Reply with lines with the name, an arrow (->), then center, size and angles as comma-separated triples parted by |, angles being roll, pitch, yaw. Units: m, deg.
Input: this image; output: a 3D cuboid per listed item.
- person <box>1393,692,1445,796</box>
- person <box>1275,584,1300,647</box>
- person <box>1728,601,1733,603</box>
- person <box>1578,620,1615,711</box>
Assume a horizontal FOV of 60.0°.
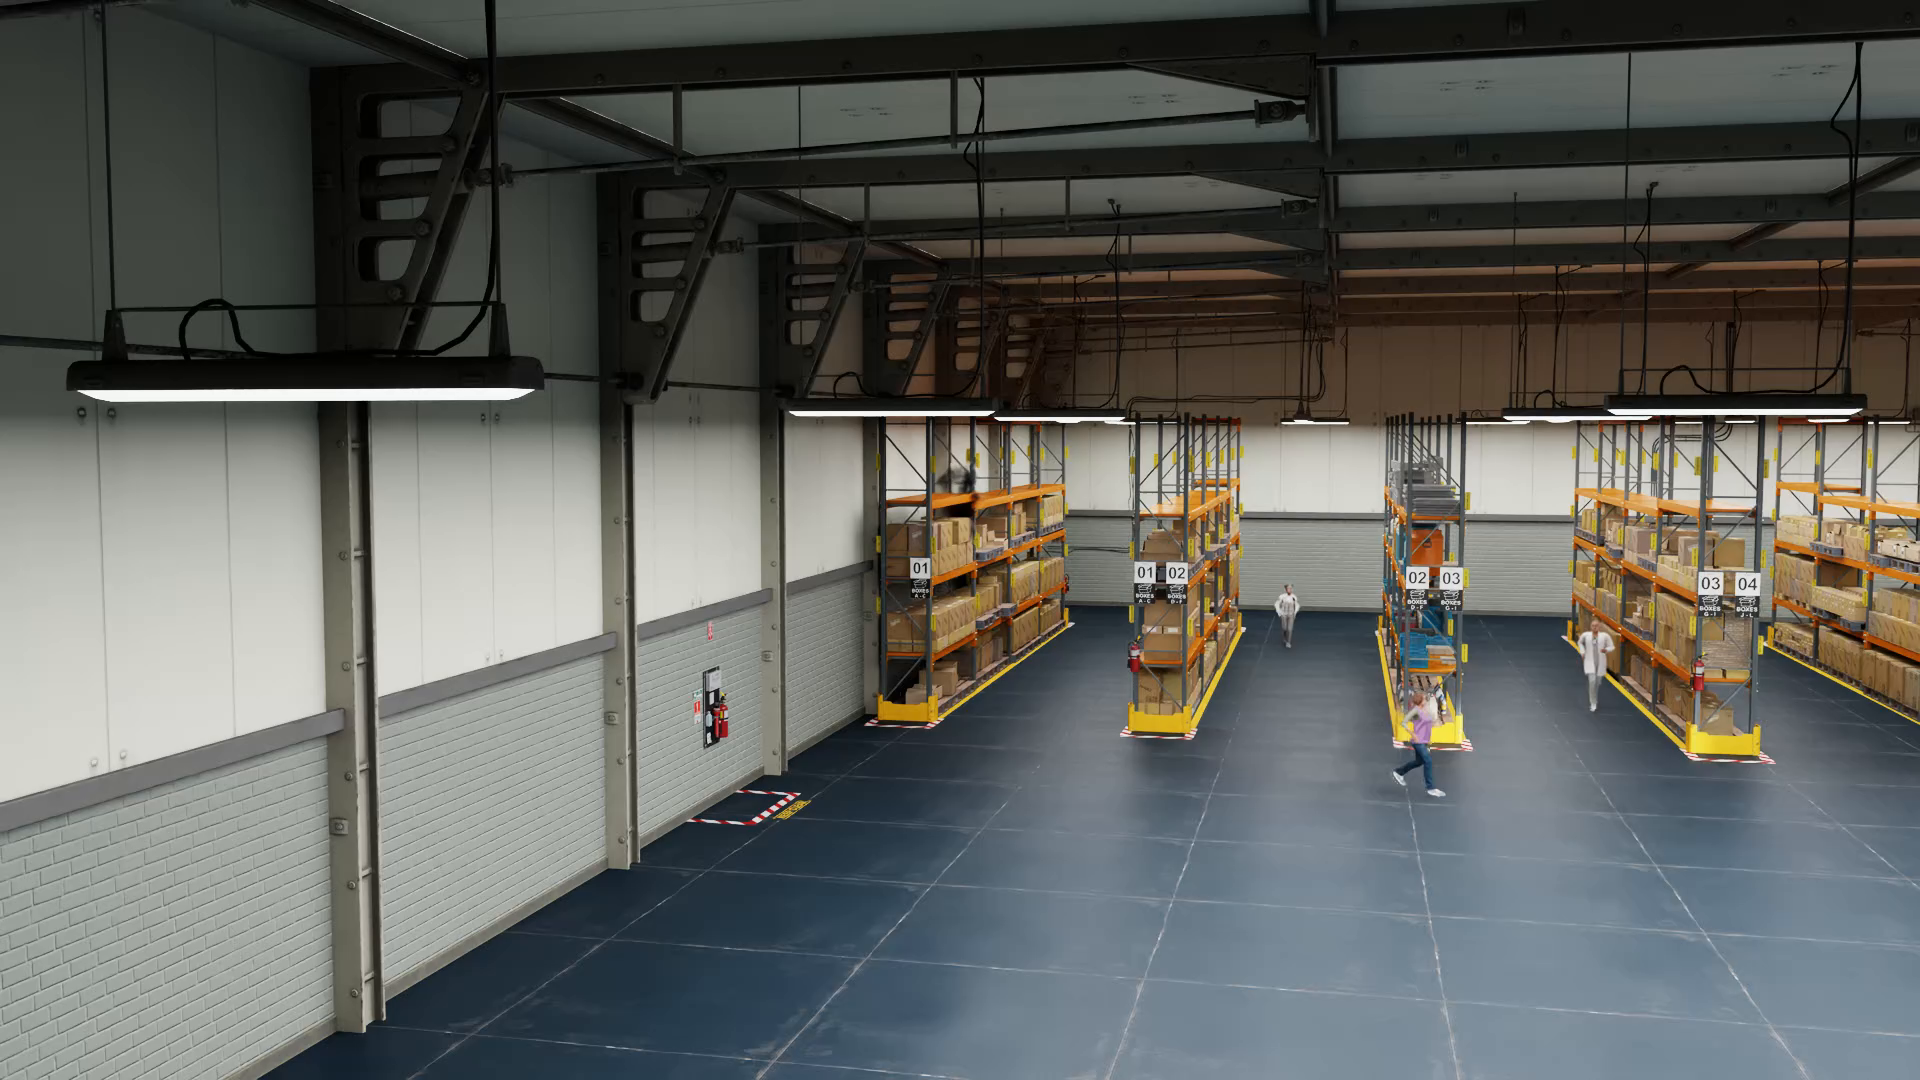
person -> 7.153, 3.156, 25.919 | 0.889, 1.580, 0.540 | 3, 5, 37
person -> 8.556, 1.969, 43.373 | 0.624, 1.663, 0.491 | 0, 4, 4
person -> 20.058, 1.928, 44.032 | 0.727, 1.710, 0.794 | -3, 5, -36
person -> 12.981, 2.536, 33.929 | 0.686, 1.805, 0.987 | 1, 4, 16
